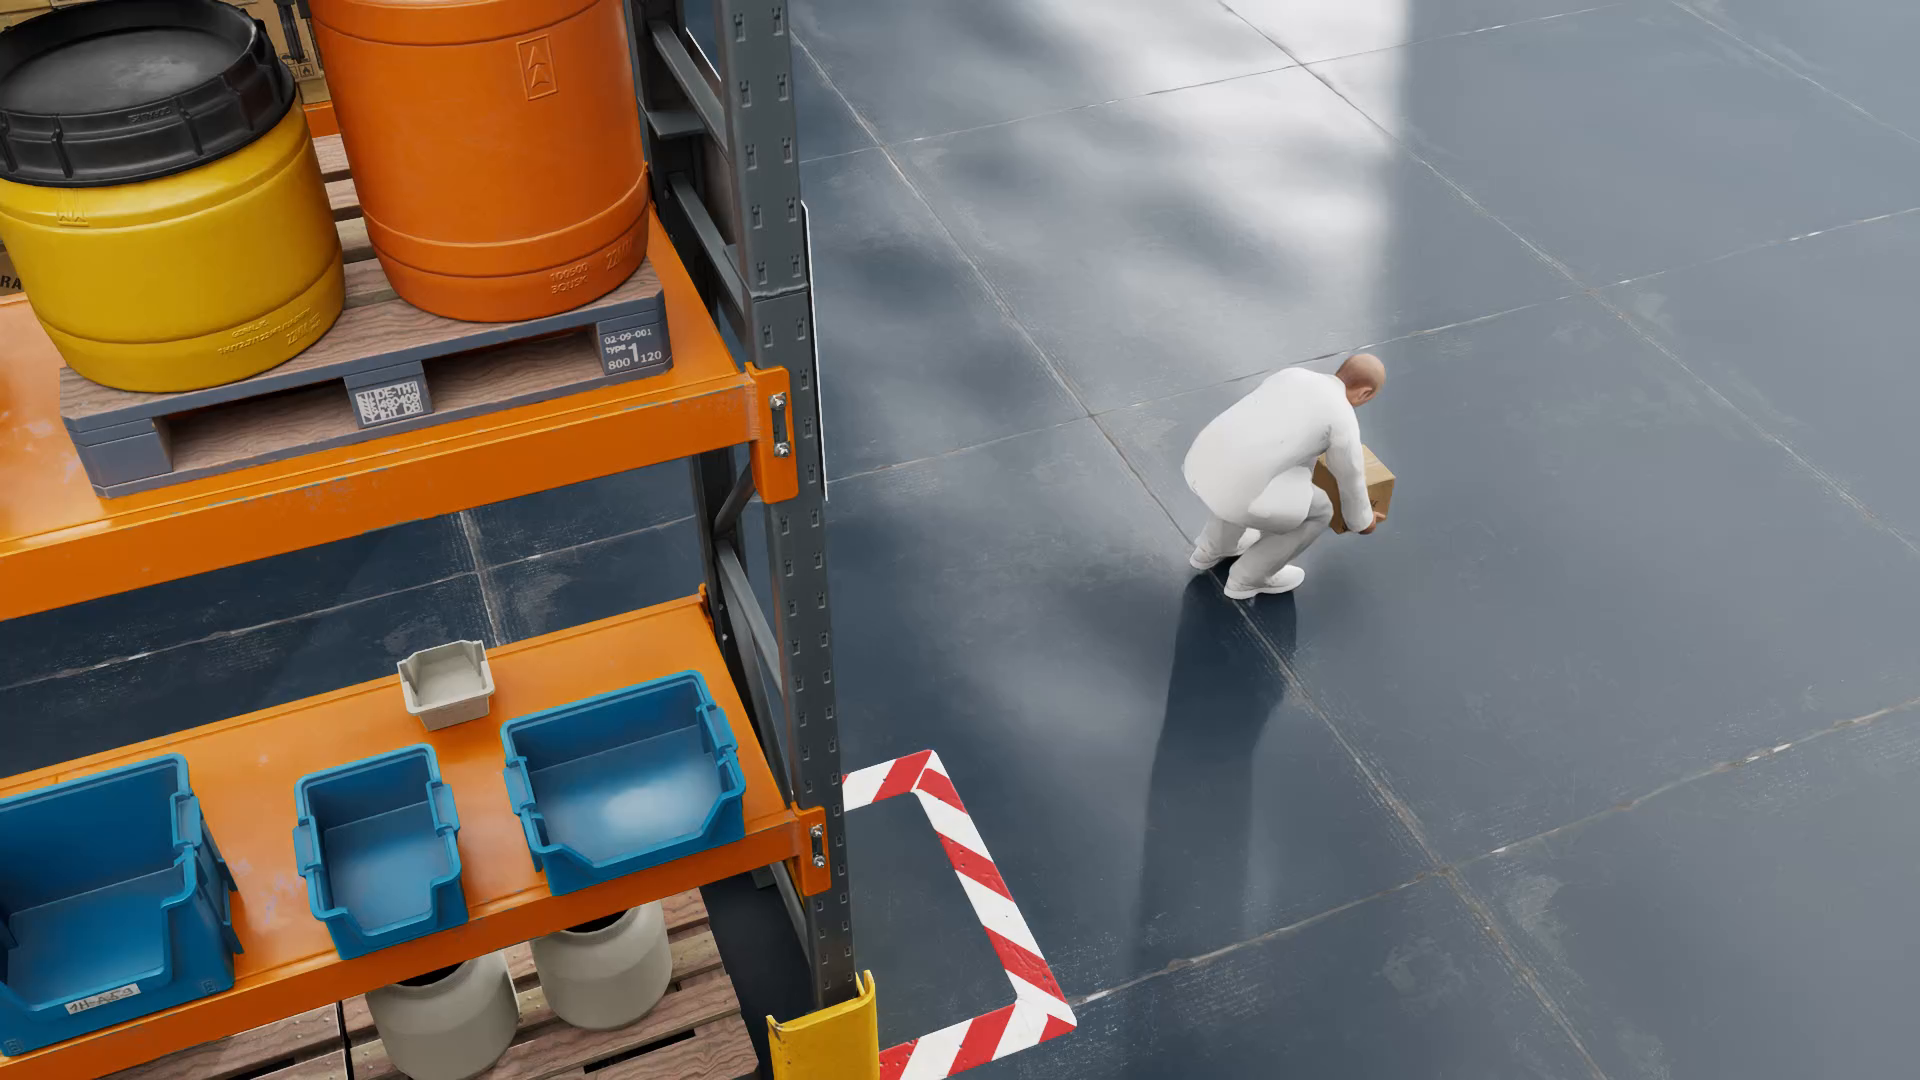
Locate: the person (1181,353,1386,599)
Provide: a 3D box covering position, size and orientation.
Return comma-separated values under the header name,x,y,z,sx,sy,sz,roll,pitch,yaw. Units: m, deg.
name,x,y,z,sx,sy,sz,roll,pitch,yaw
person,1.375,-0.269,7.067,0.939,1.003,0.585,-17,44,-18
